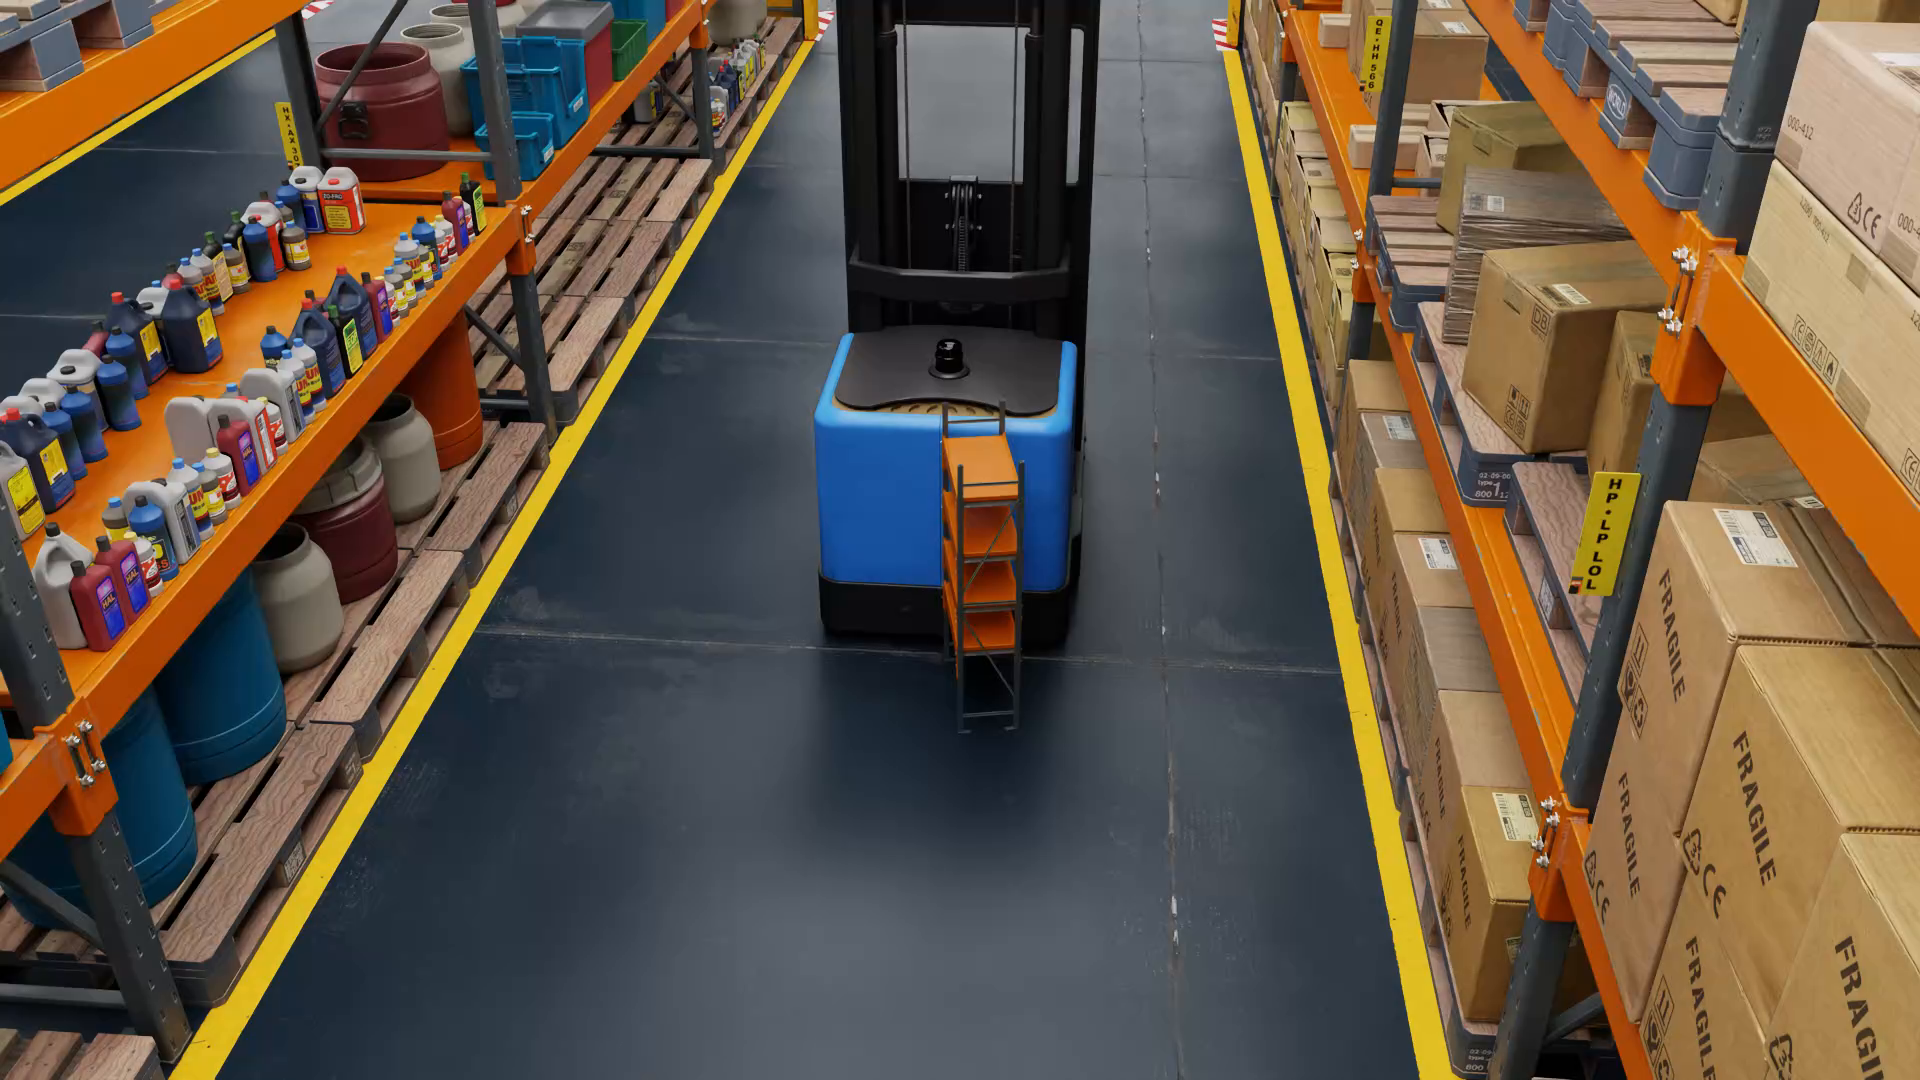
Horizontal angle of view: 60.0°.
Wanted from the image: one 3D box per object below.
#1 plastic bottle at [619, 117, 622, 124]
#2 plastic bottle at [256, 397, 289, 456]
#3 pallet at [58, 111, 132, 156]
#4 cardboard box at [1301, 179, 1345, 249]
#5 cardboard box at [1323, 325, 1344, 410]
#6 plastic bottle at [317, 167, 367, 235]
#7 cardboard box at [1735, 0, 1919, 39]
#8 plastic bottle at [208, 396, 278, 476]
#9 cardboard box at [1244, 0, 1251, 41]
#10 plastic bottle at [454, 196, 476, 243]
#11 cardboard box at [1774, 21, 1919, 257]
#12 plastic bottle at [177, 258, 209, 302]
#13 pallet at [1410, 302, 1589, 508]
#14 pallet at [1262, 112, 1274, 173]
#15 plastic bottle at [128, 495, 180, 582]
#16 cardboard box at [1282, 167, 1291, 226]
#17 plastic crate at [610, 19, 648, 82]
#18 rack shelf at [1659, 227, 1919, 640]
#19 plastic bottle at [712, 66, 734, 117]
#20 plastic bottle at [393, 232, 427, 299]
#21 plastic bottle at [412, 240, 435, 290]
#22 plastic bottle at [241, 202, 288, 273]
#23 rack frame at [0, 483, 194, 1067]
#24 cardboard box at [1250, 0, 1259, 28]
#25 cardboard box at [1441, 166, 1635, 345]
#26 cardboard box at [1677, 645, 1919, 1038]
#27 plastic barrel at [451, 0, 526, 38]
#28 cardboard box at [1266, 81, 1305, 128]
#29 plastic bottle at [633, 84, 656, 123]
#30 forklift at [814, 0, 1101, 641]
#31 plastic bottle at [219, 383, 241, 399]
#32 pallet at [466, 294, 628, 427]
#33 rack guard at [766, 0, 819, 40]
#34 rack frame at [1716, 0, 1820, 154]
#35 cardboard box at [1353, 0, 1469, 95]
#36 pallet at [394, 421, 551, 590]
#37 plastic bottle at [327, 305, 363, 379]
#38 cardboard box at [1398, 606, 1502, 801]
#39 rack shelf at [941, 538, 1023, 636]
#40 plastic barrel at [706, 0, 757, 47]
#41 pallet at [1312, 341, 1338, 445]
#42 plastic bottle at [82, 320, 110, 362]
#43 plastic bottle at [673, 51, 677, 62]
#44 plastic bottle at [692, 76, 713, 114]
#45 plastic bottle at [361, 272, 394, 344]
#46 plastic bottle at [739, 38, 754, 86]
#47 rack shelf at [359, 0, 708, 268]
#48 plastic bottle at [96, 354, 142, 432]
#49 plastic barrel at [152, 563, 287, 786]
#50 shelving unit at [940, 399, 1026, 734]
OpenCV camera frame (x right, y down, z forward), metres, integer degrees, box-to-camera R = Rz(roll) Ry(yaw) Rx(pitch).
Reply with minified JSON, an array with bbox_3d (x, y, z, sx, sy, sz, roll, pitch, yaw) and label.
[{"bbox_3d":[-2.549,-3.189,12.236,0.061,0.283,0.133,4,32,6],"label":"plastic bottle"},{"bbox_3d":[-2.381,-0.394,5.720,0.097,0.201,0.097,0,32,0],"label":"plastic bottle"},{"bbox_3d":[-7.176,-3.270,12.855,1.003,0.211,1.213,2,32,4],"label":"pallet"},{"bbox_3d":[2.272,-1.917,9.687,0.500,0.311,0.500,3,32,5],"label":"cardboard box"},{"bbox_3d":[2.152,-0.881,8.542,0.500,0.250,0.500,3,32,5],"label":"cardboard box"},{"bbox_3d":[-2.790,-1.530,7.491,0.152,0.276,0.135,2,32,4],"label":"plastic bottle"},{"bbox_3d":[2.141,-1.297,3.546,0.600,0.600,0.600,0,32,-1],"label":"cardboard box"},{"bbox_3d":[-2.418,-0.367,5.604,0.152,0.276,0.135,2,32,4],"label":"plastic bottle"},{"bbox_3d":[2.738,-4.508,14.427,0.500,0.250,0.500,2,32,4],"label":"cardboard box"},{"bbox_3d":[-2.220,-1.427,7.396,0.097,0.201,0.097,0,32,0],"label":"plastic bottle"},{"bbox_3d":[1.739,-0.678,2.799,0.500,0.250,0.500,2,32,4],"label":"cardboard box"},{"bbox_3d":[-3.054,-0.991,6.622,0.097,0.271,0.097,0,32,0],"label":"plastic bottle"},{"bbox_3d":[2.198,-0.489,5.867,1.003,0.211,1.213,2,32,4],"label":"pallet"},{"bbox_3d":[2.784,-2.906,12.265,1.003,0.211,1.213,2,32,4],"label":"pallet"},{"bbox_3d":[-2.445,-0.010,5.030,0.097,0.271,0.097,0,32,0],"label":"plastic bottle"},{"bbox_3d":[2.355,-2.220,10.714,0.500,0.250,0.500,3,32,5],"label":"cardboard box"},{"bbox_3d":[-2.119,-2.880,9.766,0.450,0.188,0.662,2,32,4],"label":"plastic crate"},{"bbox_3d":[1.863,0.579,1.778,1.077,0.370,4.000,2,32,4],"label":"rack shelf"},{"bbox_3d":[-1.780,-3.357,12.443,0.144,0.351,0.185,3,32,5],"label":"plastic bottle"},{"bbox_3d":[-2.270,-1.133,6.852,0.097,0.271,0.097,0,32,0],"label":"plastic bottle"},{"bbox_3d":[-2.263,-1.154,6.953,0.097,0.201,0.097,0,32,0],"label":"plastic bottle"},{"bbox_3d":[-2.980,-1.294,7.109,0.152,0.276,0.135,2,32,4],"label":"plastic bottle"},{"bbox_3d":[-2.910,0.290,4.420,1.000,3.000,0.127,2,32,4],"label":"rack frame"},{"bbox_3d":[2.699,-4.566,13.806,0.500,0.500,0.500,2,32,4],"label":"cardboard box"},{"bbox_3d":[2.148,-1.005,6.026,0.700,0.500,0.500,8,33,13],"label":"cardboard box"},{"bbox_3d":[1.666,0.540,2.967,0.500,0.500,0.500,2,32,2],"label":"cardboard box"},{"bbox_3d":[-2.650,-2.850,9.386,0.433,0.535,0.433,0,32,0],"label":"plastic barrel"},{"bbox_3d":[2.548,-3.200,12.305,0.500,0.250,0.500,2,32,4],"label":"cardboard box"},{"bbox_3d":[-2.350,-3.295,12.344,0.144,0.351,0.185,2,32,4],"label":"plastic bottle"},{"bbox_3d":[0.057,-1.577,7.515,1.130,2.935,3.031,3,32,4],"label":"forklift"},{"bbox_3d":[-2.524,-0.452,5.814,0.097,0.201,0.097,0,32,0],"label":"plastic bottle"},{"bbox_3d":[-2.483,-1.018,9.200,1.003,0.211,1.213,2,32,4],"label":"pallet"},{"bbox_3d":[-1.893,-4.879,15.190,1.175,0.500,0.348,2,32,4],"label":"rack guard"},{"bbox_3d":[2.026,-2.050,2.499,1.000,3.000,0.127,2,32,4],"label":"rack frame"},{"bbox_3d":[2.515,-2.784,9.313,0.500,0.500,0.500,3,32,4],"label":"cardboard box"},{"bbox_3d":[-2.607,-0.200,7.874,1.003,0.211,1.213,2,32,4],"label":"pallet"},{"bbox_3d":[-2.311,-0.758,6.232,0.061,0.283,0.133,2,32,4],"label":"plastic bottle"},{"bbox_3d":[1.871,0.590,5.897,0.500,0.500,0.500,3,32,5],"label":"cardboard box"},{"bbox_3d":[0.081,0.169,6.461,0.258,0.148,0.480,-4,32,-6],"label":"rack shelf"},{"bbox_3d":[-1.952,-4.495,14.155,0.421,0.512,0.421,0,32,0],"label":"plastic barrel"},{"bbox_3d":[2.458,-0.829,8.895,1.003,0.211,1.213,2,32,4],"label":"pallet"},{"bbox_3d":[-3.126,-0.649,6.056,0.061,0.283,0.133,2,32,4],"label":"plastic bottle"},{"bbox_3d":[-2.392,-4.076,13.685,0.097,0.271,0.097,0,32,0],"label":"plastic bottle"},{"bbox_3d":[-1.923,-3.363,12.453,0.144,0.351,0.185,2,32,4],"label":"plastic bottle"},{"bbox_3d":[-2.285,-0.924,6.502,0.061,0.283,0.133,2,32,4],"label":"plastic bottle"},{"bbox_3d":[-1.715,-3.775,13.122,0.144,0.351,0.185,4,32,6],"label":"plastic bottle"},{"bbox_3d":[-2.422,-2.541,9.700,1.077,0.370,4.000,2,32,4],"label":"rack shelf"},{"bbox_3d":[-2.974,-0.526,5.866,0.097,0.271,0.097,0,32,0],"label":"plastic bottle"},{"bbox_3d":[-2.791,0.351,5.921,0.600,0.901,0.708,2,32,4],"label":"plastic barrel"},{"bbox_3d":[0.081,0.112,6.425,0.258,1.200,0.503,-4,32,-6],"label":"shelving unit"}]
